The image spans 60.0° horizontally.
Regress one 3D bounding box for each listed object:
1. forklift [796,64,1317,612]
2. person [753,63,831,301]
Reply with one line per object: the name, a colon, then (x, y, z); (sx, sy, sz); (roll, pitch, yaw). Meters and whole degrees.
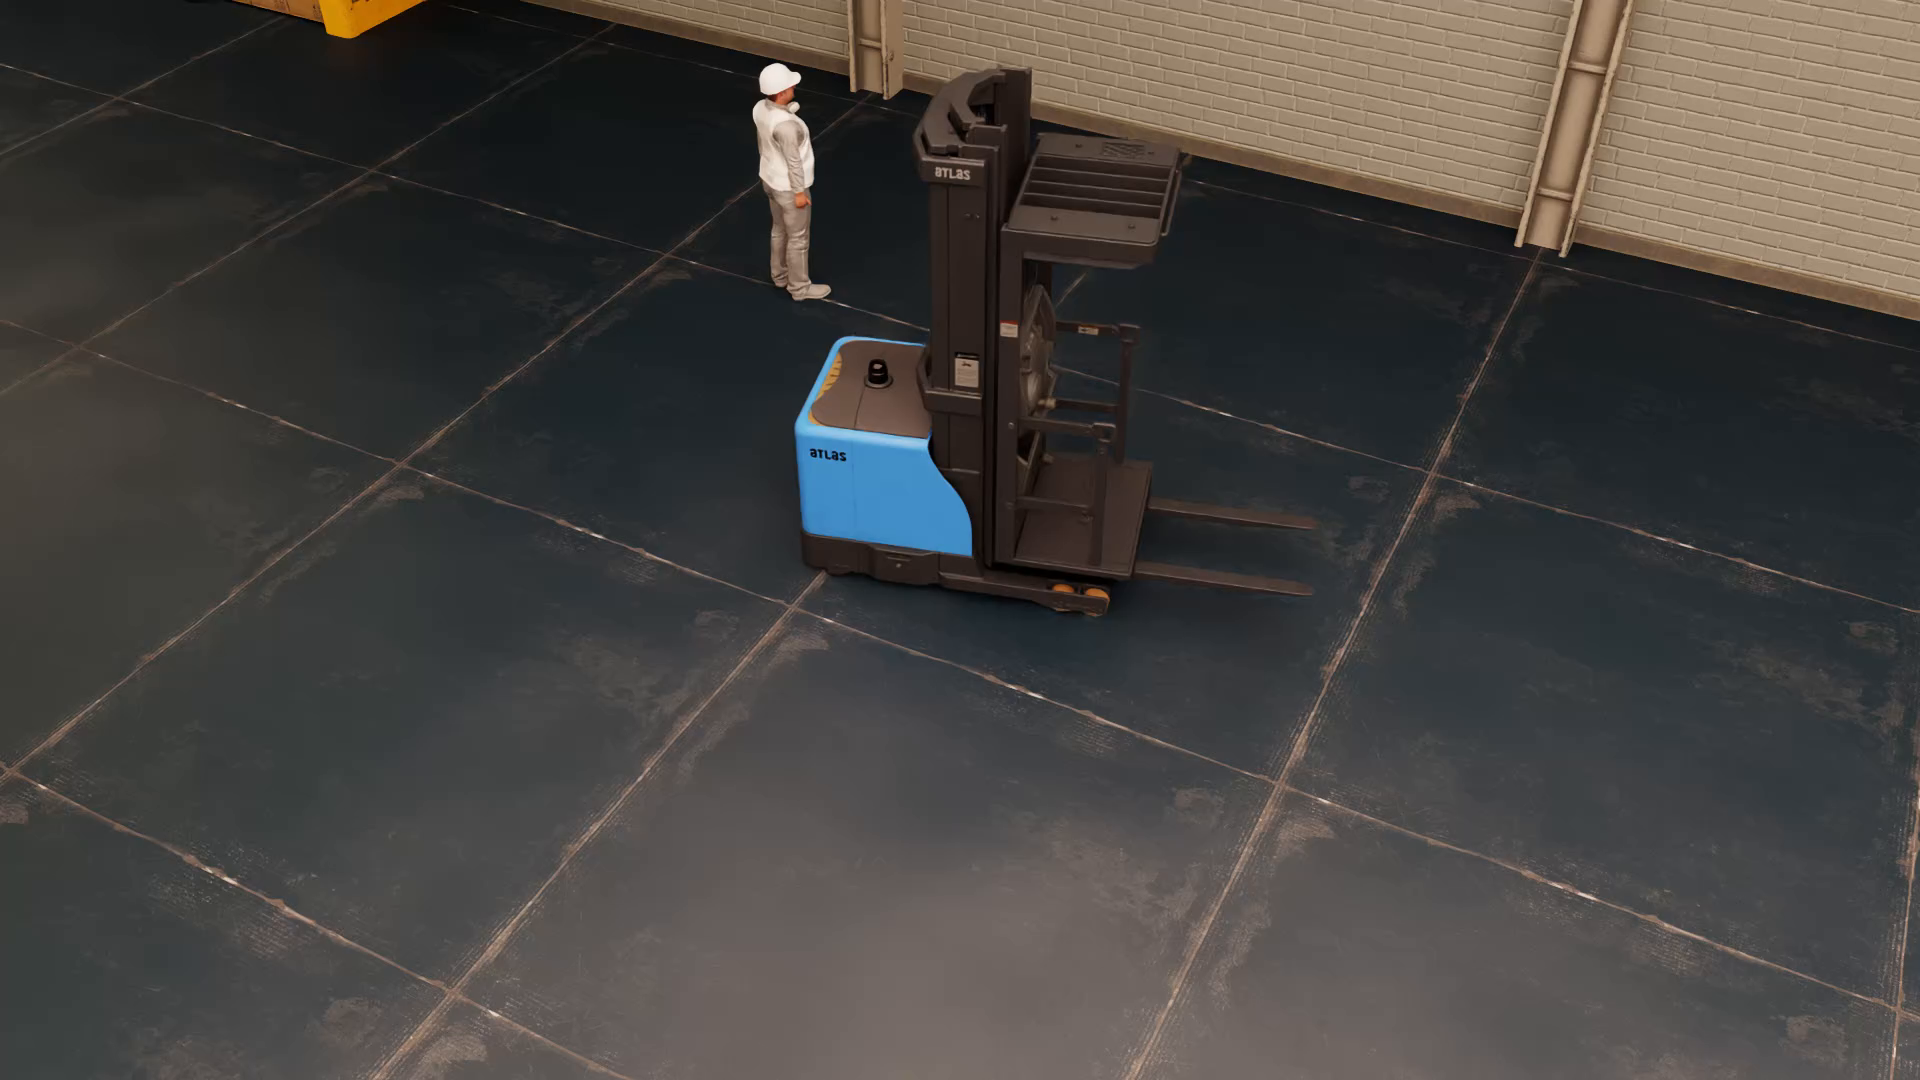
forklift: (0.622, -1.067, 9.254); (3.031, 2.935, 1.130); (6, 40, 7)
person: (-1.233, -2.584, 11.955); (0.367, 1.777, 0.527); (-22, 45, -24)
